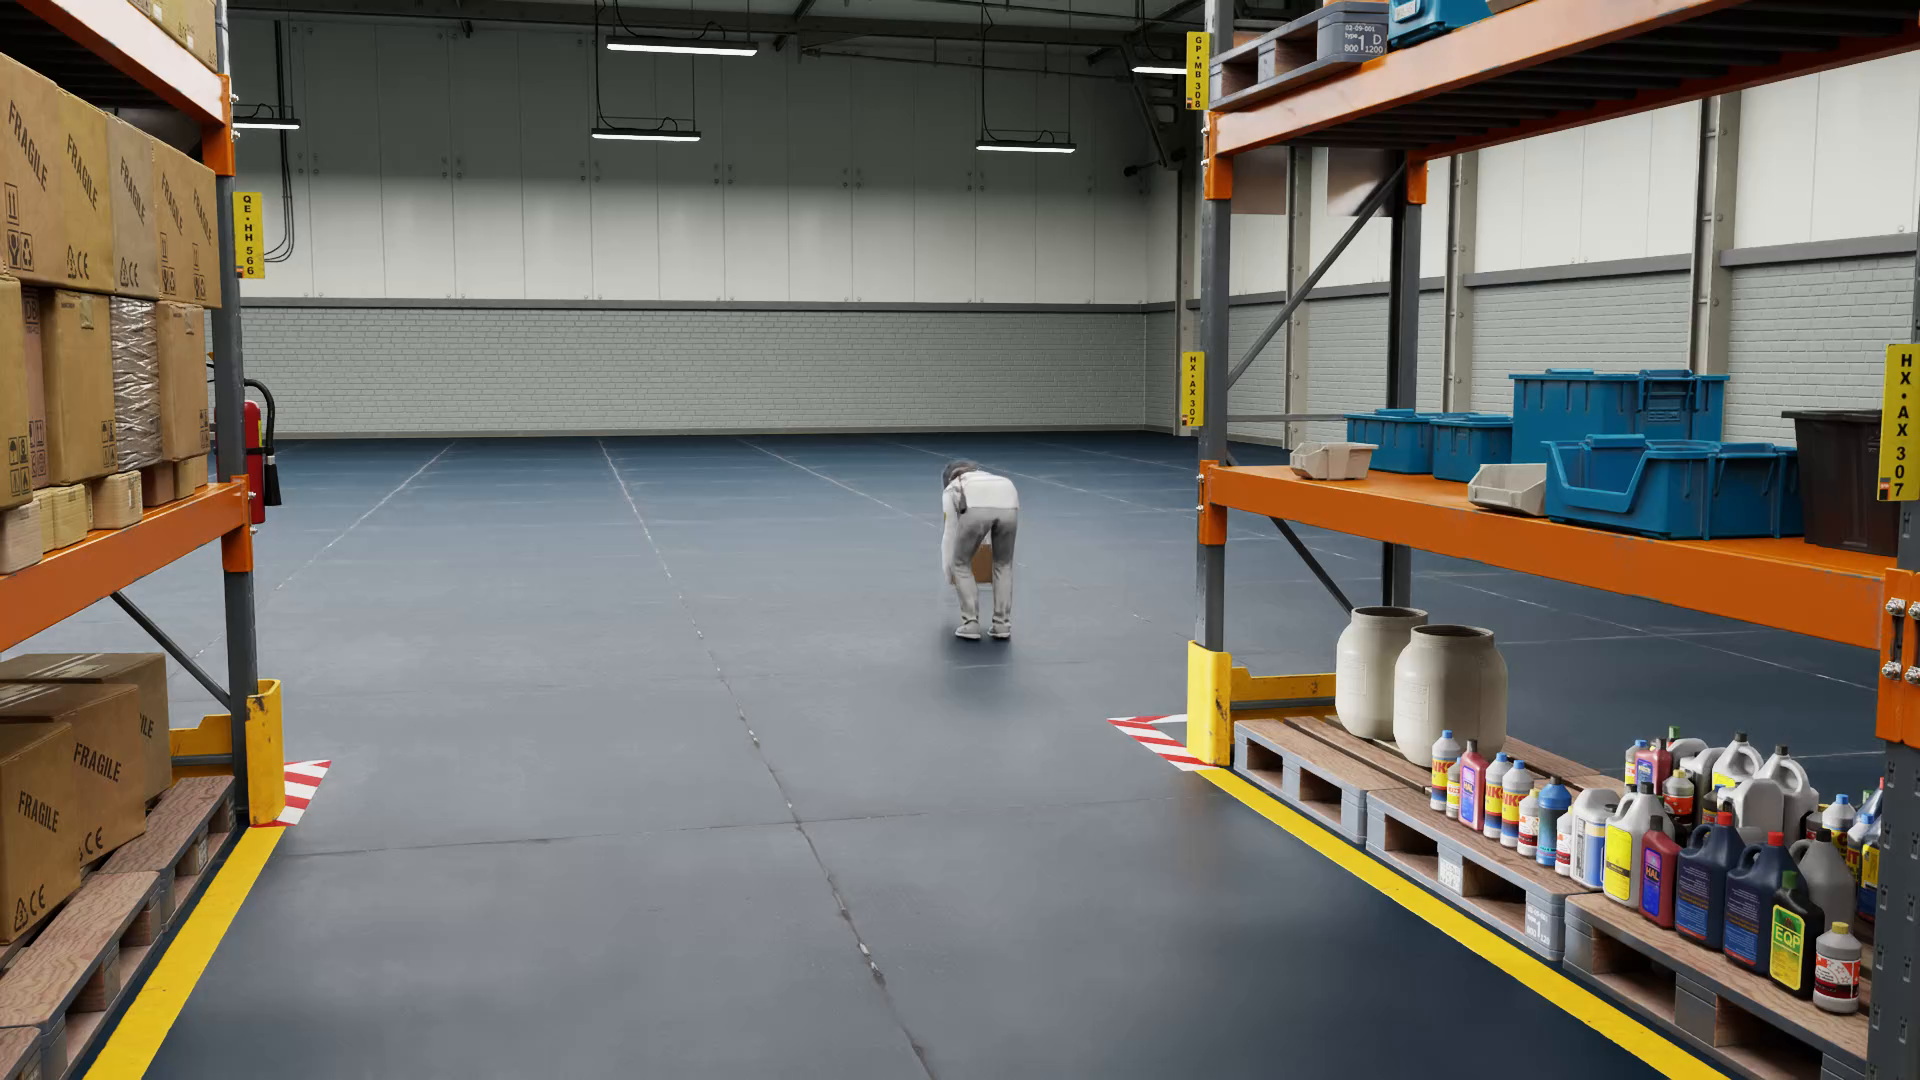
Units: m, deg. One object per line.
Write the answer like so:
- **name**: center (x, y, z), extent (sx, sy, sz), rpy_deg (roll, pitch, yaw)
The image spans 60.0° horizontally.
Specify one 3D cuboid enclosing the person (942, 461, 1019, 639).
- **person**: center (0.103, 0.058, 10.734), extent (0.405, 1.106, 0.926), rpy_deg (-2, 6, -16)
